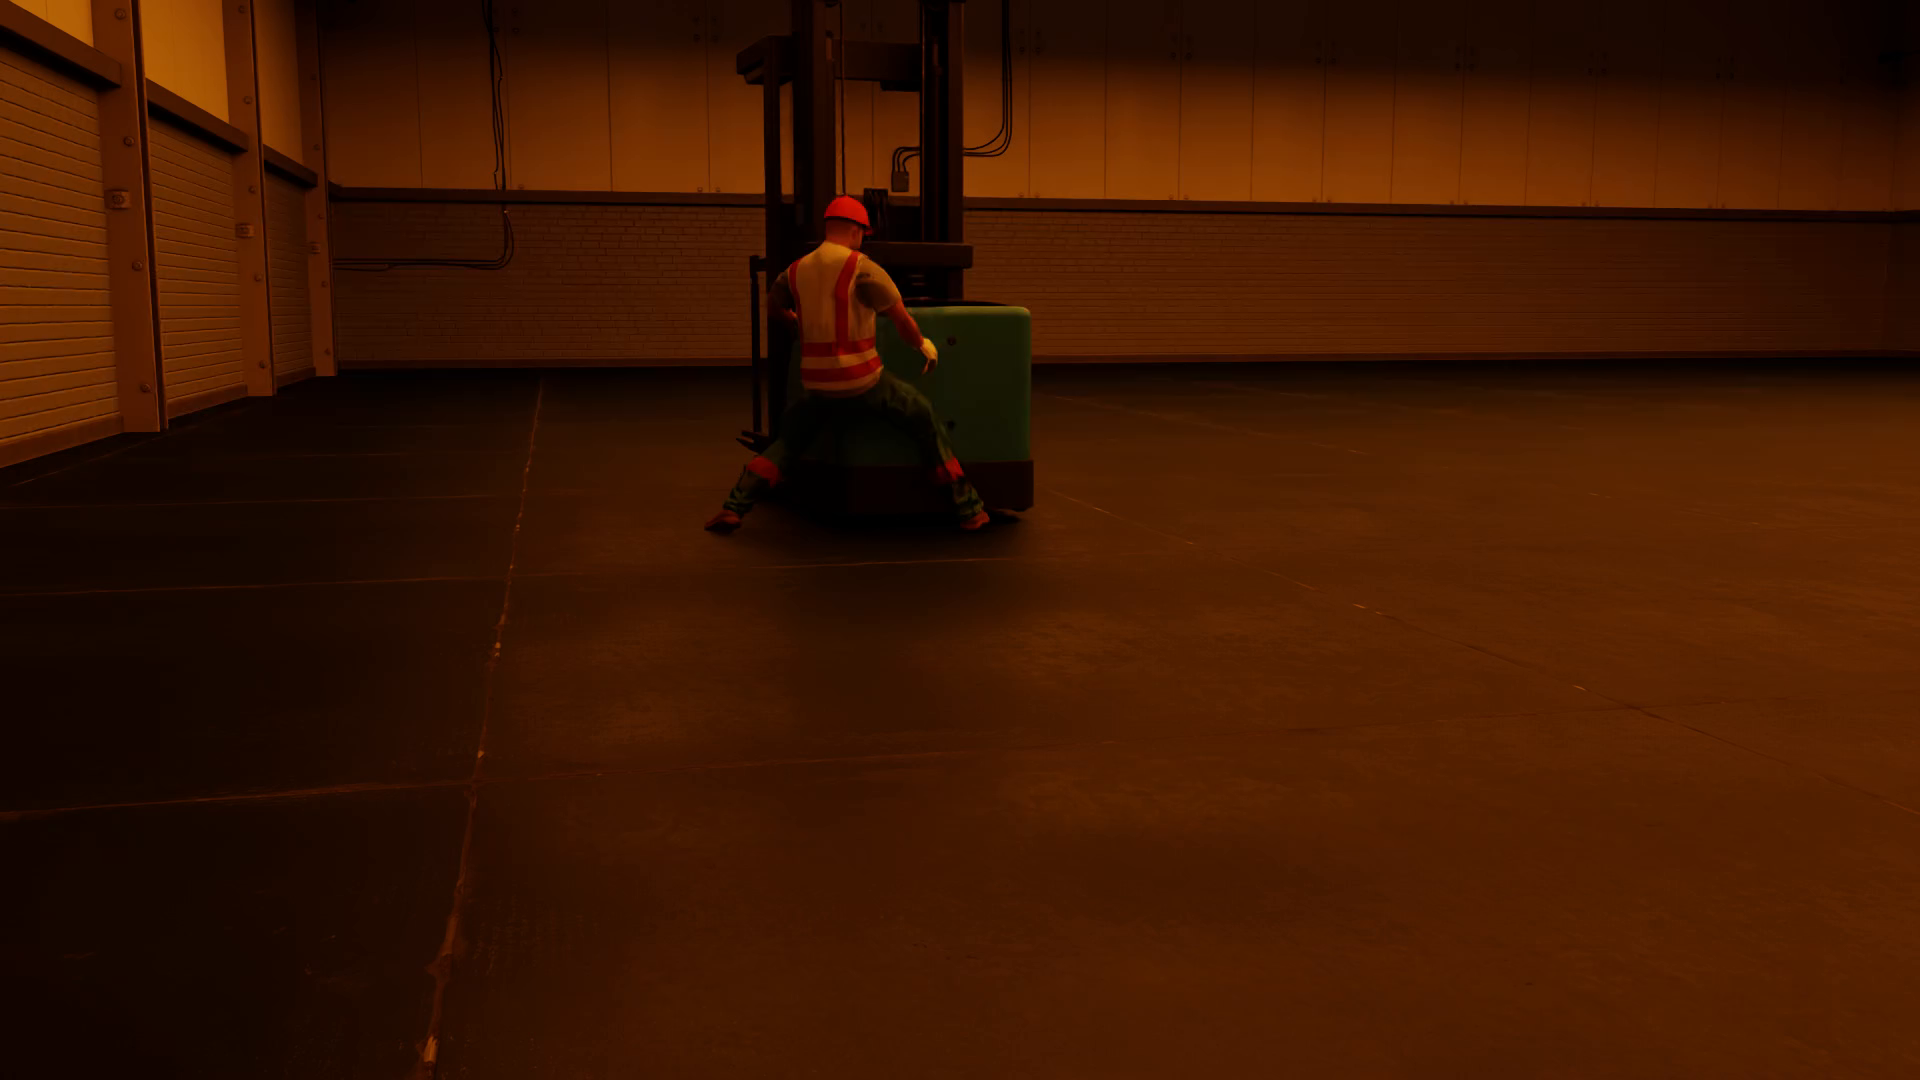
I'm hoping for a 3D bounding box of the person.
[{"bbox_3d":[-0.537,-0.827,7.933,1.159,1.589,1.003,5,9,32],"label":"person"}]

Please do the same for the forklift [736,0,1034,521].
[{"bbox_3d":[-0.615,-1.714,9.374,1.130,2.935,3.031,-3,8,-20],"label":"forklift"}]
